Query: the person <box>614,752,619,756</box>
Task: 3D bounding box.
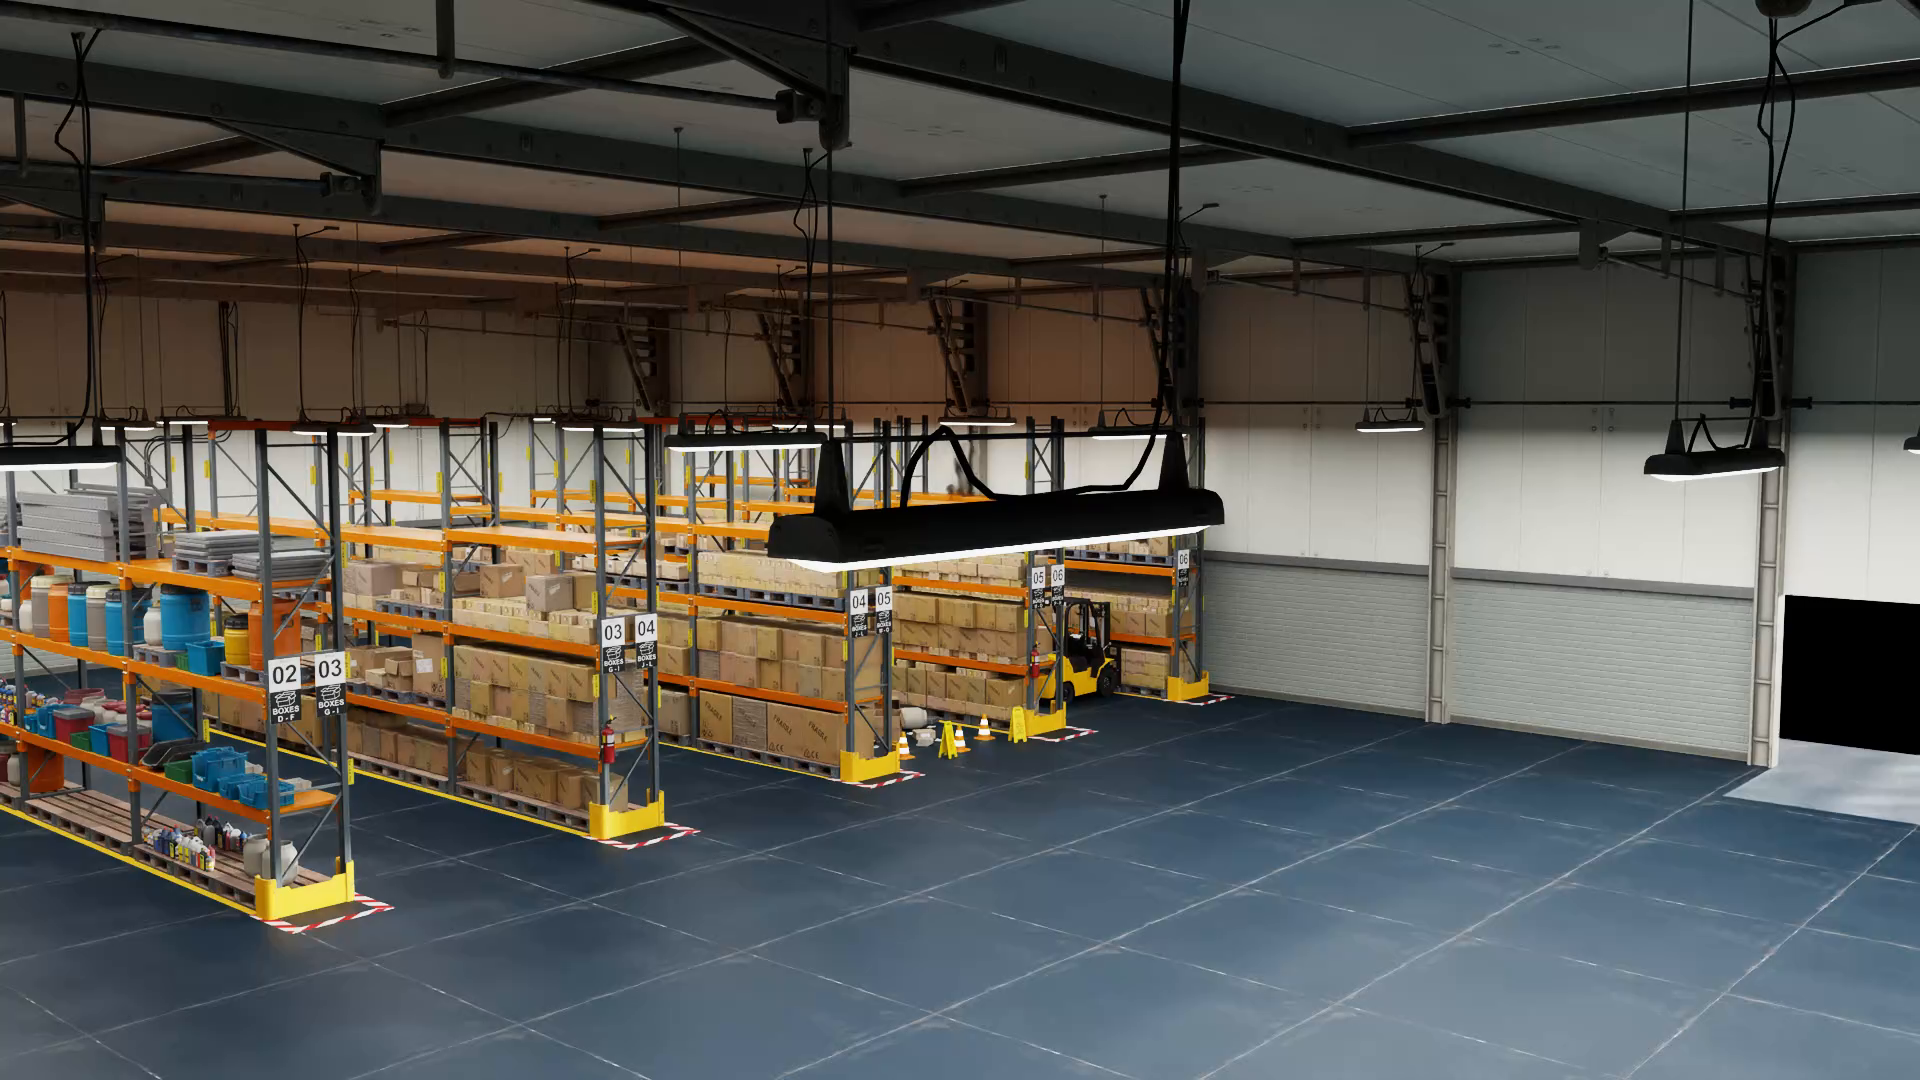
[{"bbox_3d":[-6.263,3.040,29.810,0.554,1.659,0.616,4,6,41],"label":"person"}]
